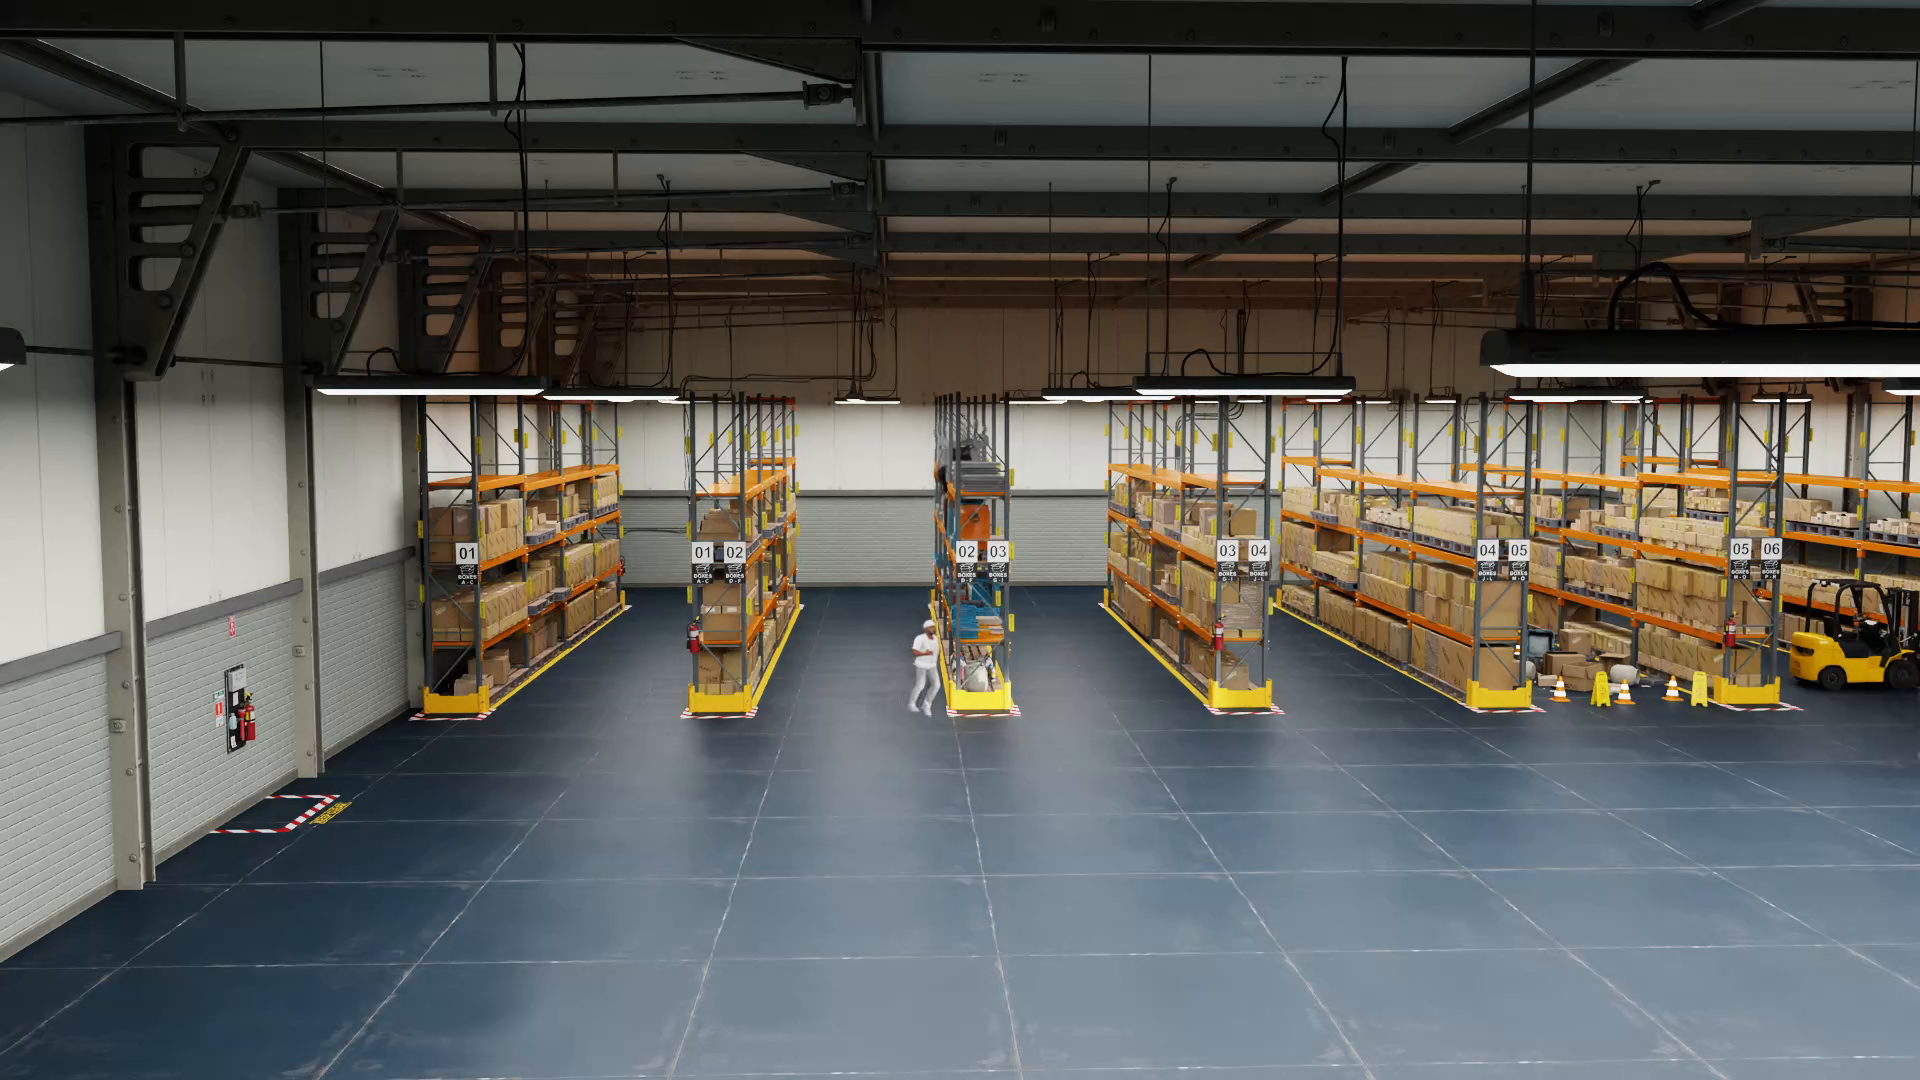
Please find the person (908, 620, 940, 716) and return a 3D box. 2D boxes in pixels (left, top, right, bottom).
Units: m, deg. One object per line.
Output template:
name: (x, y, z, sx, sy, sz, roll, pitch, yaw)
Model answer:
person: (-0.603, 2.387, 30.911, 0.696, 1.810, 0.719, -4, 6, -38)
